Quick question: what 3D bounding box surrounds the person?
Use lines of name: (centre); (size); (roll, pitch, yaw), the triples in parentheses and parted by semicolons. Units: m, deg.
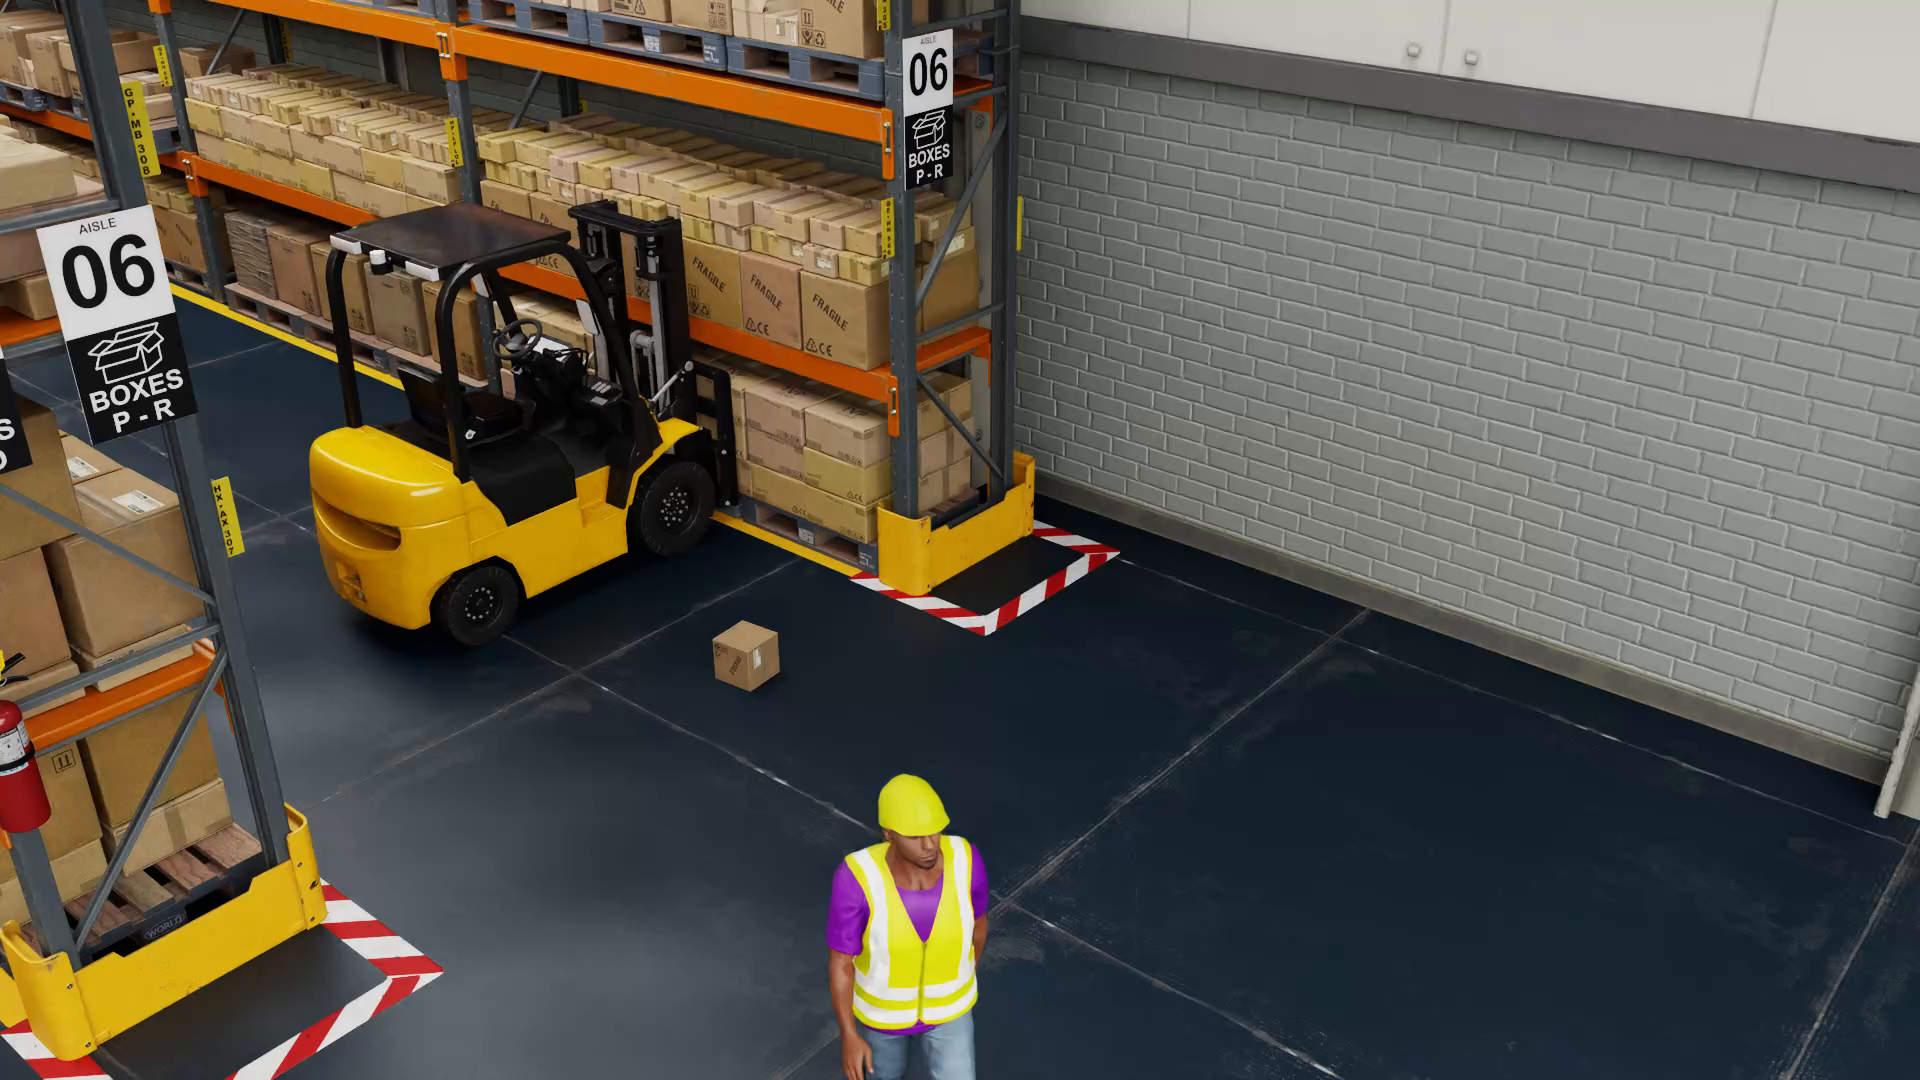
person: (-0.147, 1.562, 5.552); (0.436, 1.721, 1.026); (-4, 28, -9)
